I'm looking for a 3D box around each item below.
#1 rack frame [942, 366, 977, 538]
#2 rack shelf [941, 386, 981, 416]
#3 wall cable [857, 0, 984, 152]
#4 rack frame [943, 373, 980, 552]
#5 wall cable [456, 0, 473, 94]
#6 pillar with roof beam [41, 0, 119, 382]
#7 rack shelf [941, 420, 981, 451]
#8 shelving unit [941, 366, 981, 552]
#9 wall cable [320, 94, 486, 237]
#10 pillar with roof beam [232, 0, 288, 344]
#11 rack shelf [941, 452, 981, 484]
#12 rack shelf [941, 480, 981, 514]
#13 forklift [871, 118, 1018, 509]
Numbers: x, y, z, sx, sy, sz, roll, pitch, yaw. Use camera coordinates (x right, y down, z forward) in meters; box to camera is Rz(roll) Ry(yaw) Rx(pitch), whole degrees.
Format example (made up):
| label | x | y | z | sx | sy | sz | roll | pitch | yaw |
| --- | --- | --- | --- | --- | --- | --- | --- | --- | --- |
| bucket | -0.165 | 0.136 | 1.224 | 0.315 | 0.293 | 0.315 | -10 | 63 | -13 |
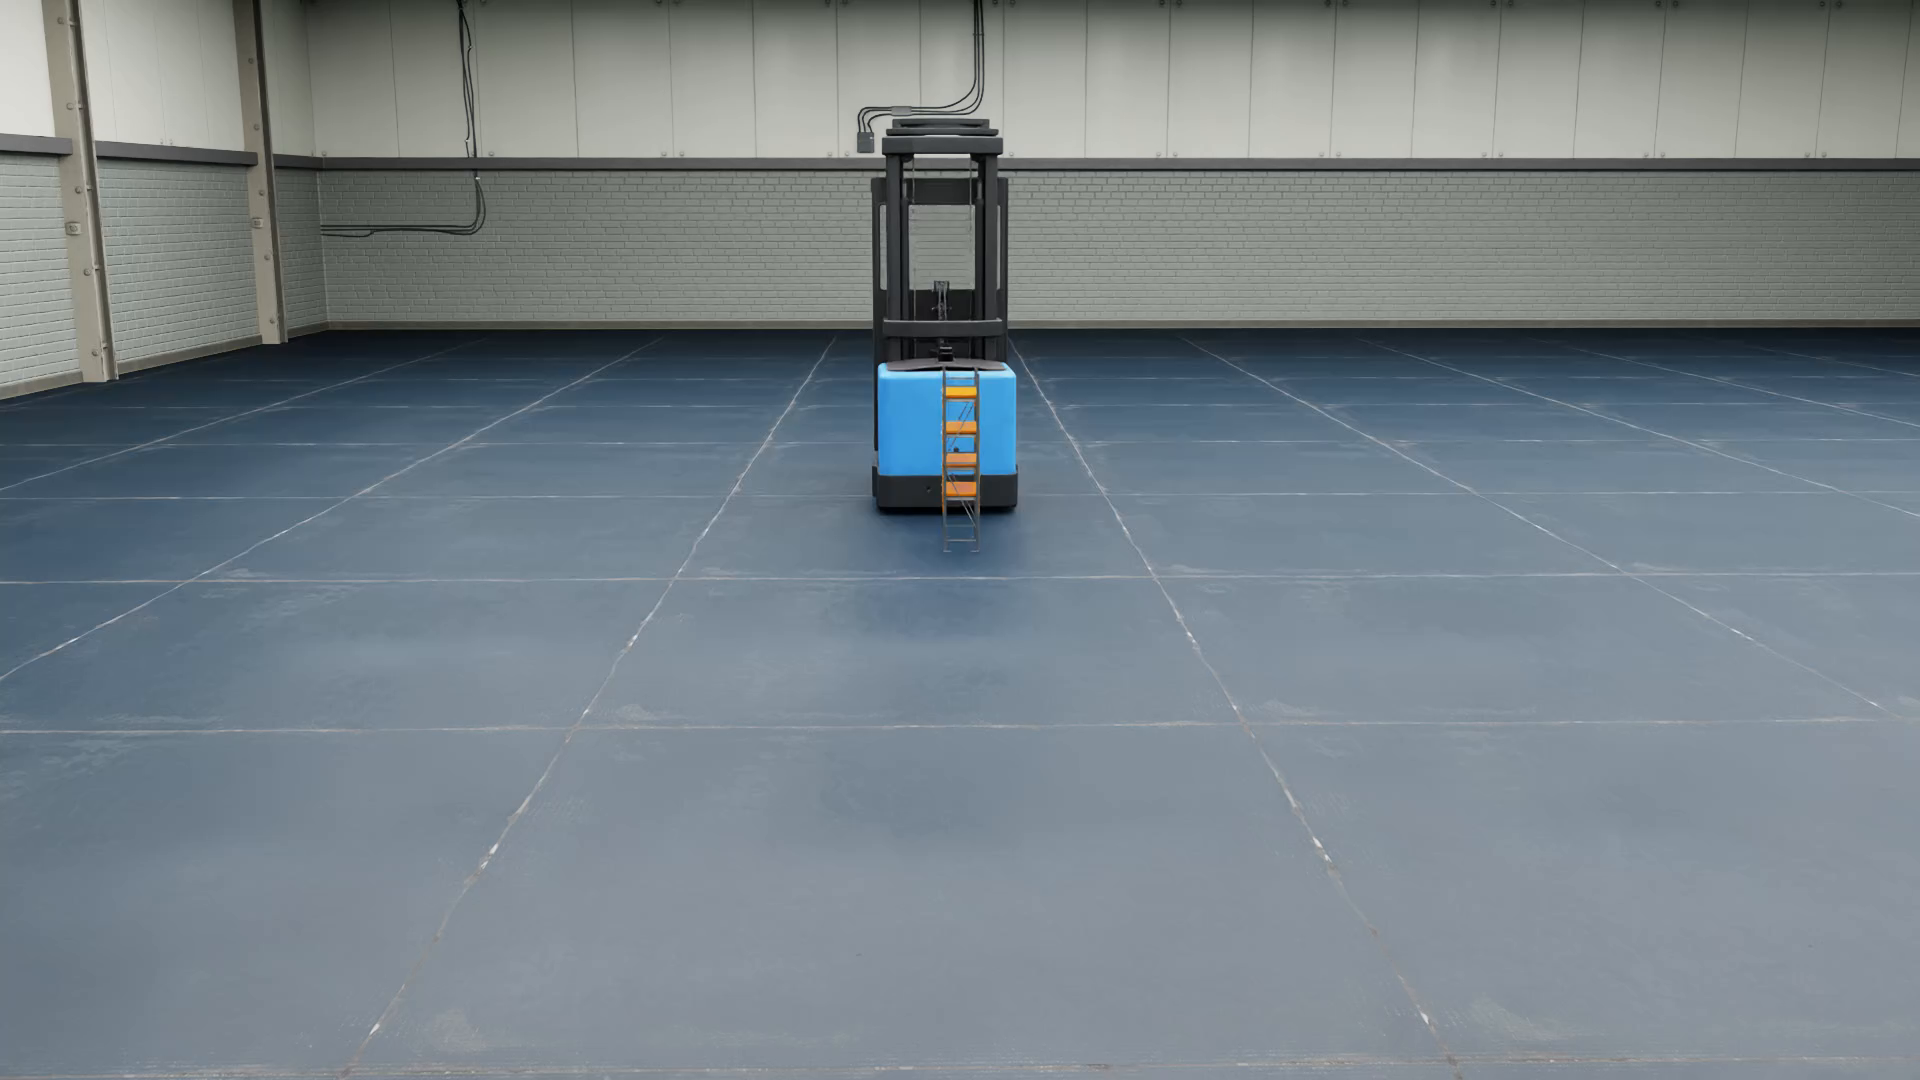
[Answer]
| label | x | y | z | sx | sy | sz | roll | pitch | yaw |
| --- | --- | --- | --- | --- | --- | --- | --- | --- | --- |
| rack frame | -0.002 | -0.604 | 11.517 | 0.240 | 1.200 | 0.015 | 0 | 11 | -1 |
| rack shelf | 0.003 | -0.940 | 11.199 | 0.258 | 0.148 | 0.480 | 0 | 11 | -1 |
| wall cable | -0.711 | -9.999 | 29.660 | 2.305 | 6.003 | 0.169 | 0 | 11 | -1 |
| rack frame | 0.008 | -0.507 | 11.039 | 0.240 | 1.200 | 0.015 | 0 | 11 | -1 |
| wall cable | -7.498 | -9.261 | 29.683 | 3.097 | 2.526 | 0.112 | 0 | 11 | -1 |
| pillar with roof beam | -7.036 | -6.531 | 21.117 | 9.100 | 9.000 | 0.400 | 0 | 11 | -1 |
| rack shelf | 0.003 | -0.708 | 11.247 | 0.258 | 0.148 | 0.480 | 0 | 11 | -1 |
| shelving unit | 0.003 | -0.555 | 11.278 | 0.258 | 1.200 | 0.503 | 0 | 11 | -1 |
| wall cable | -10.203 | -6.775 | 30.131 | 3.097 | 2.526 | 0.112 | 0 | 11 | -1 |
| pillar with roof beam | -7.160 | -7.723 | 26.996 | 9.100 | 9.000 | 0.400 | 0 | 11 | -1 |
| rack shelf | 0.003 | -0.489 | 11.291 | 0.258 | 0.148 | 0.480 | 0 | 11 | -1 |
| rack shelf | 0.003 | -0.295 | 11.330 | 0.258 | 0.148 | 0.480 | 0 | 11 | -1 |
| forklift | -0.174 | -1.913 | 13.619 | 1.130 | 2.935 | 3.031 | -1 | 11 | -3 |
